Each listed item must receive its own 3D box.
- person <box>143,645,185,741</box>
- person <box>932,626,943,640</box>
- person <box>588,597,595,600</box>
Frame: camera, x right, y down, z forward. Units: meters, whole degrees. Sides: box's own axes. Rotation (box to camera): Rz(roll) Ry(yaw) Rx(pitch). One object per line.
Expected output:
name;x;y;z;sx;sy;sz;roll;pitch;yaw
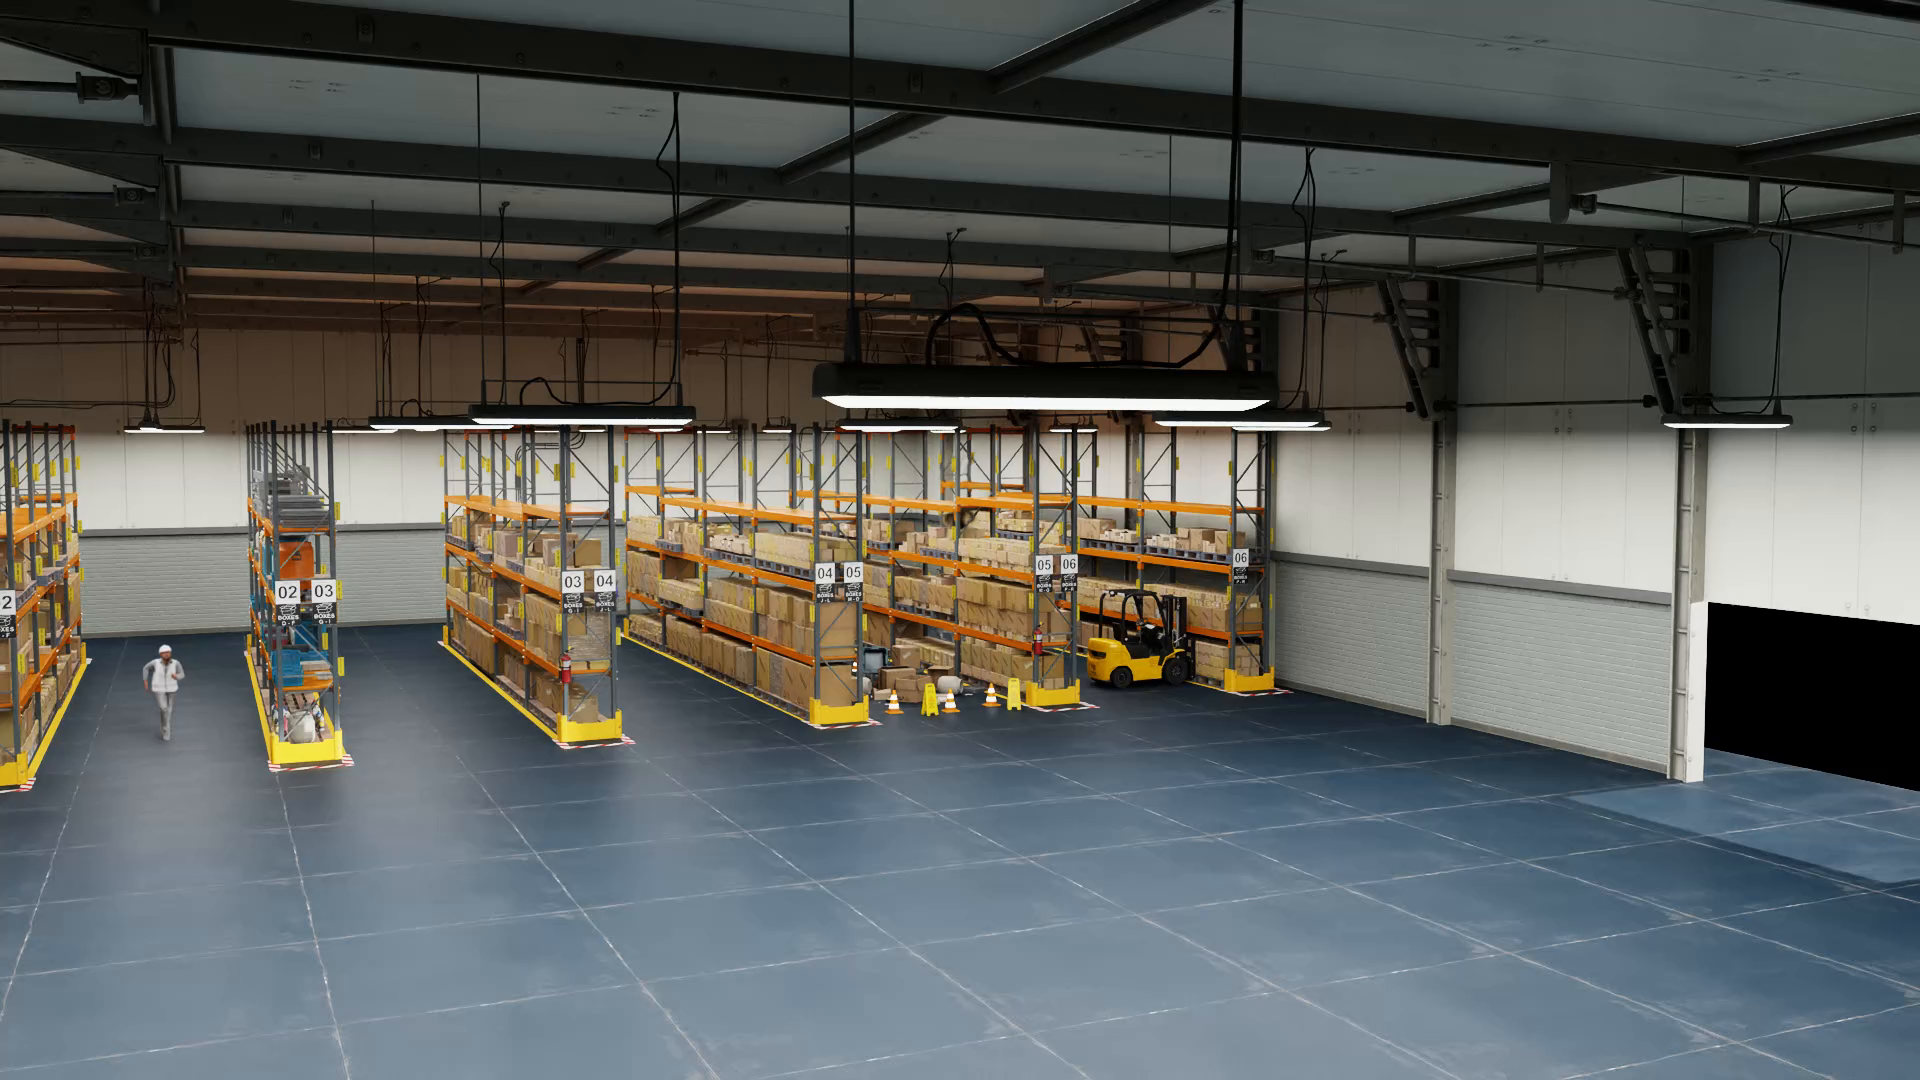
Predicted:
person;-15.071;2.877;31.512;0.679;1.813;0.850;-2;4;-35
person;-0.541;2.089;45.765;0.553;1.567;0.534;-2;4;-31
person;-10.207;1.980;46.409;0.688;1.677;0.526;-1;4;-15
